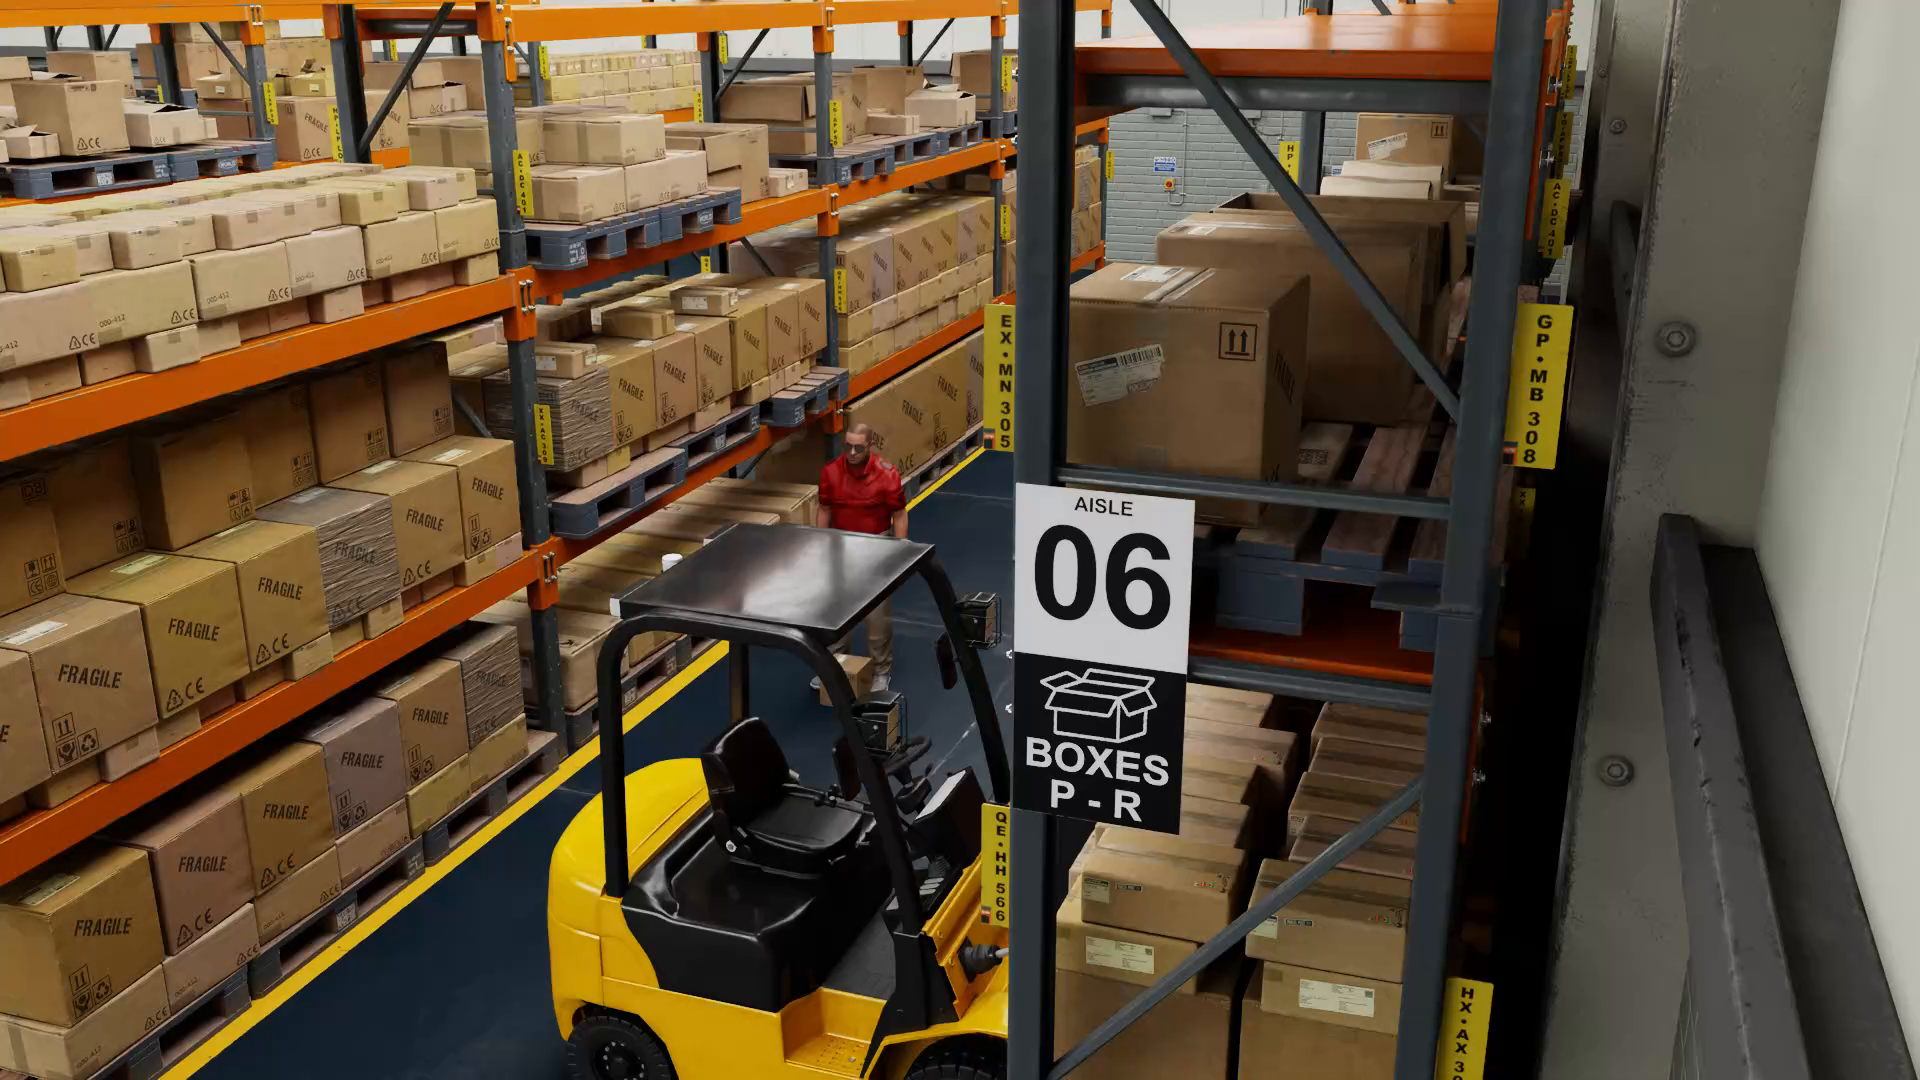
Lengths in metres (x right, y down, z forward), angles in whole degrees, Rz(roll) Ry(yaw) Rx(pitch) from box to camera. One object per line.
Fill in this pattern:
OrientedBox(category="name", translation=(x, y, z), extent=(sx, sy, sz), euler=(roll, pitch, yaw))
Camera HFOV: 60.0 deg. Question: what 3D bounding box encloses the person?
OrientedBox(category="person", translation=(-0.623, 0.100, 10.281), extent=(0.606, 1.728, 0.400), euler=(5, 19, 15))
